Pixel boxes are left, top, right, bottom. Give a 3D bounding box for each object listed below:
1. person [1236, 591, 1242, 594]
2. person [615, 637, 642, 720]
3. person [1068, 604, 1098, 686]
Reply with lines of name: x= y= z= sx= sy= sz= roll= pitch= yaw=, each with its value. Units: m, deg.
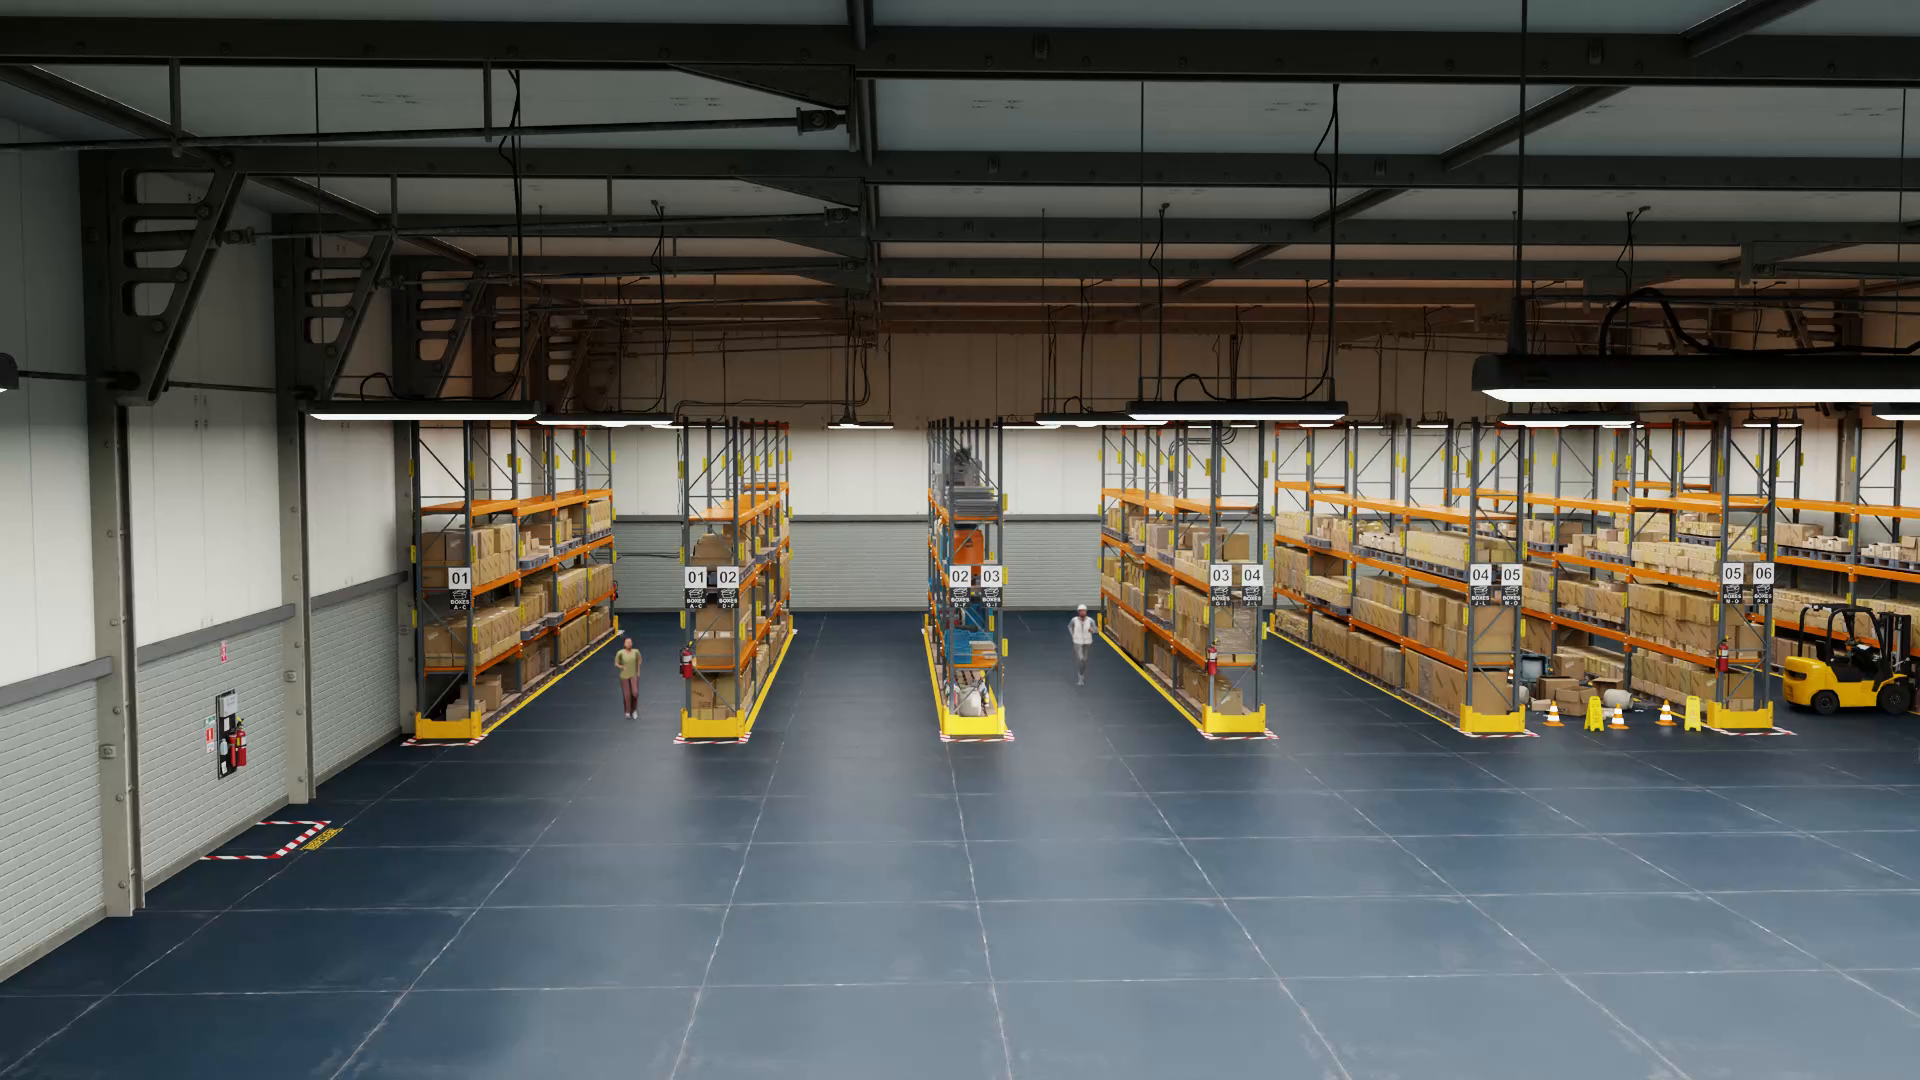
person: x=7.780 y=1.878 z=46.223 sx=0.643 sy=1.694 sz=0.729 roll=0 pitch=4 yaw=6
person: x=-6.578 y=2.739 z=33.021 sx=0.547 sy=1.656 sz=0.672 roll=-1 pitch=4 yaw=-15
person: x=2.808 y=2.376 z=37.867 sx=0.630 sy=1.837 sz=0.789 roll=0 pitch=4 yaw=-6
